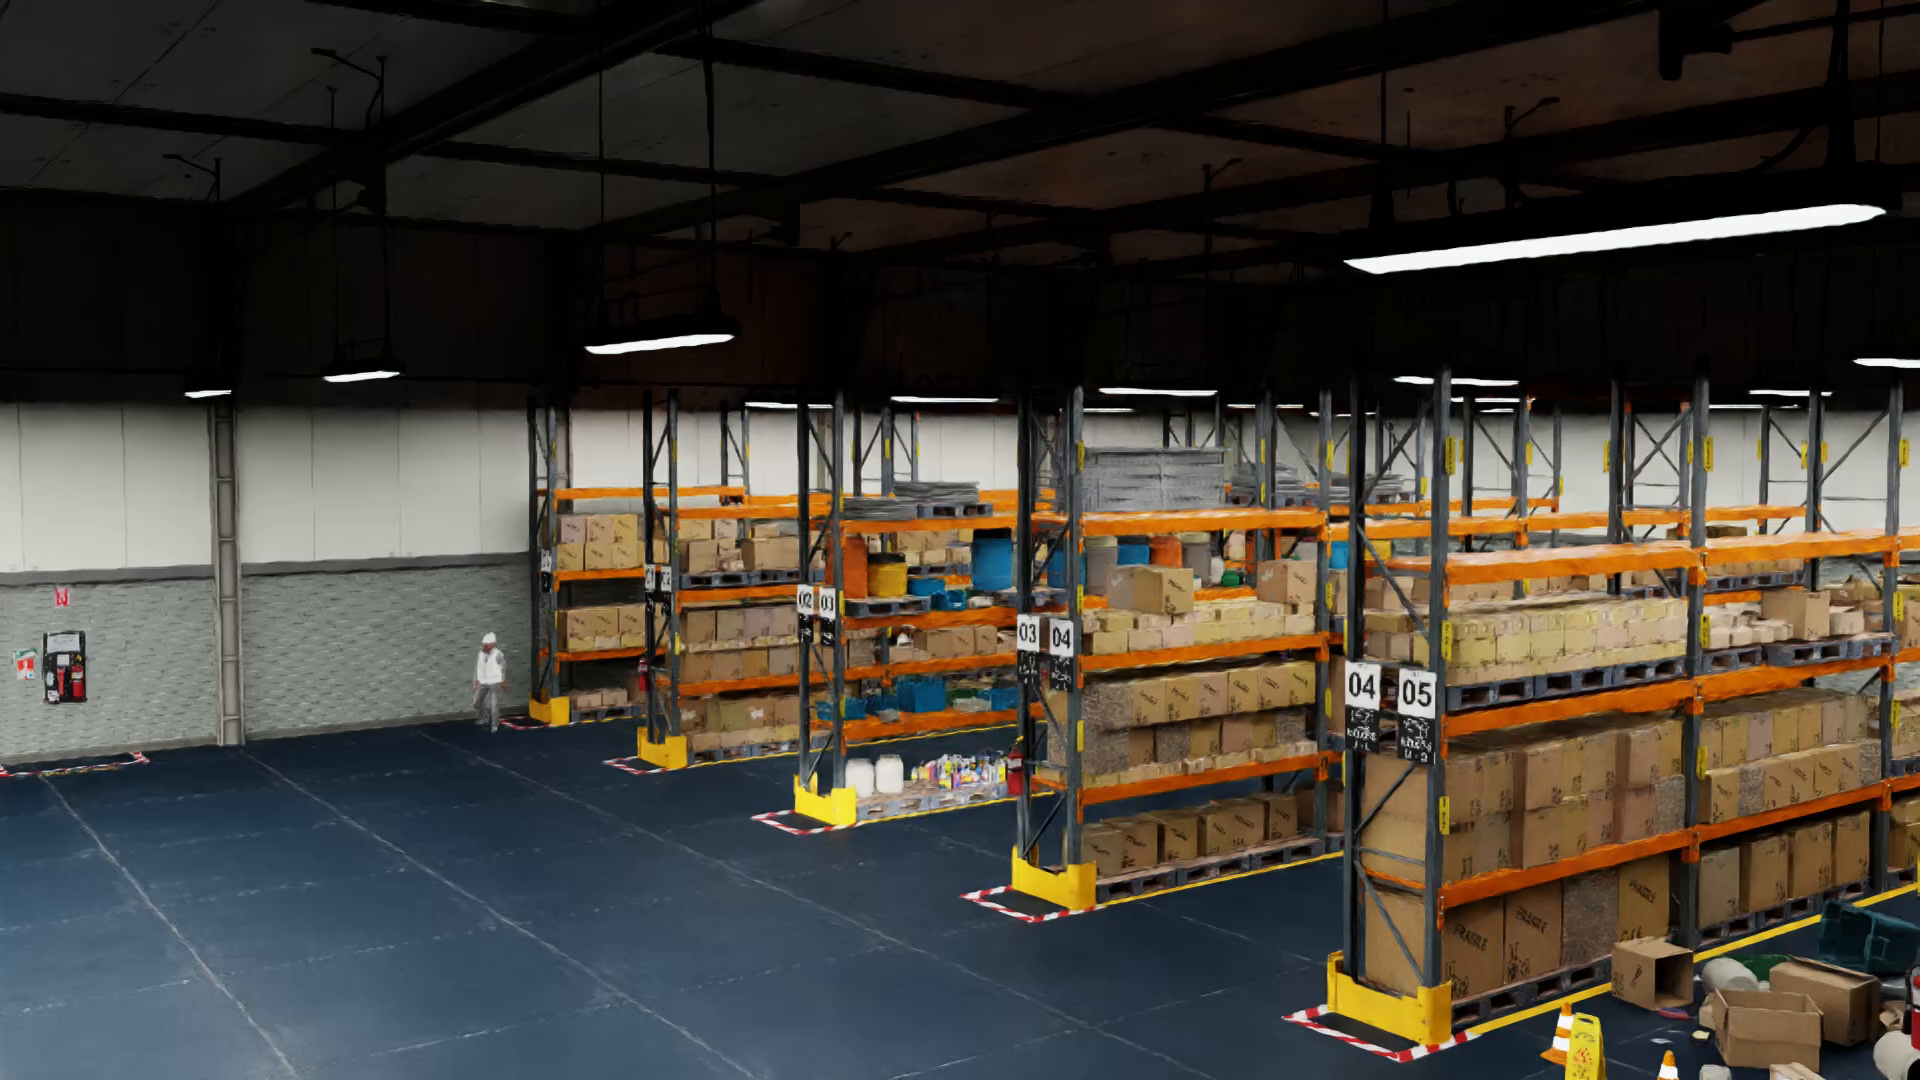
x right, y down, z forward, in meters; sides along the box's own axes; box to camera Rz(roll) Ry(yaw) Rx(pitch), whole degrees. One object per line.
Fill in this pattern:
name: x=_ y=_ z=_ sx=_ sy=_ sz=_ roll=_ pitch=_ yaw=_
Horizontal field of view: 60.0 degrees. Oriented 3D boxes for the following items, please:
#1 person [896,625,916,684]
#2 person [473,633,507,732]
person: x=-1.028 y=2.413 z=32.301 sx=0.464 sy=1.673 sz=0.579 roll=2 pitch=4 yaw=25
person: x=-8.455 y=2.528 z=29.727 sx=0.715 sy=1.763 sz=0.521 roll=1 pitch=3 yaw=13
